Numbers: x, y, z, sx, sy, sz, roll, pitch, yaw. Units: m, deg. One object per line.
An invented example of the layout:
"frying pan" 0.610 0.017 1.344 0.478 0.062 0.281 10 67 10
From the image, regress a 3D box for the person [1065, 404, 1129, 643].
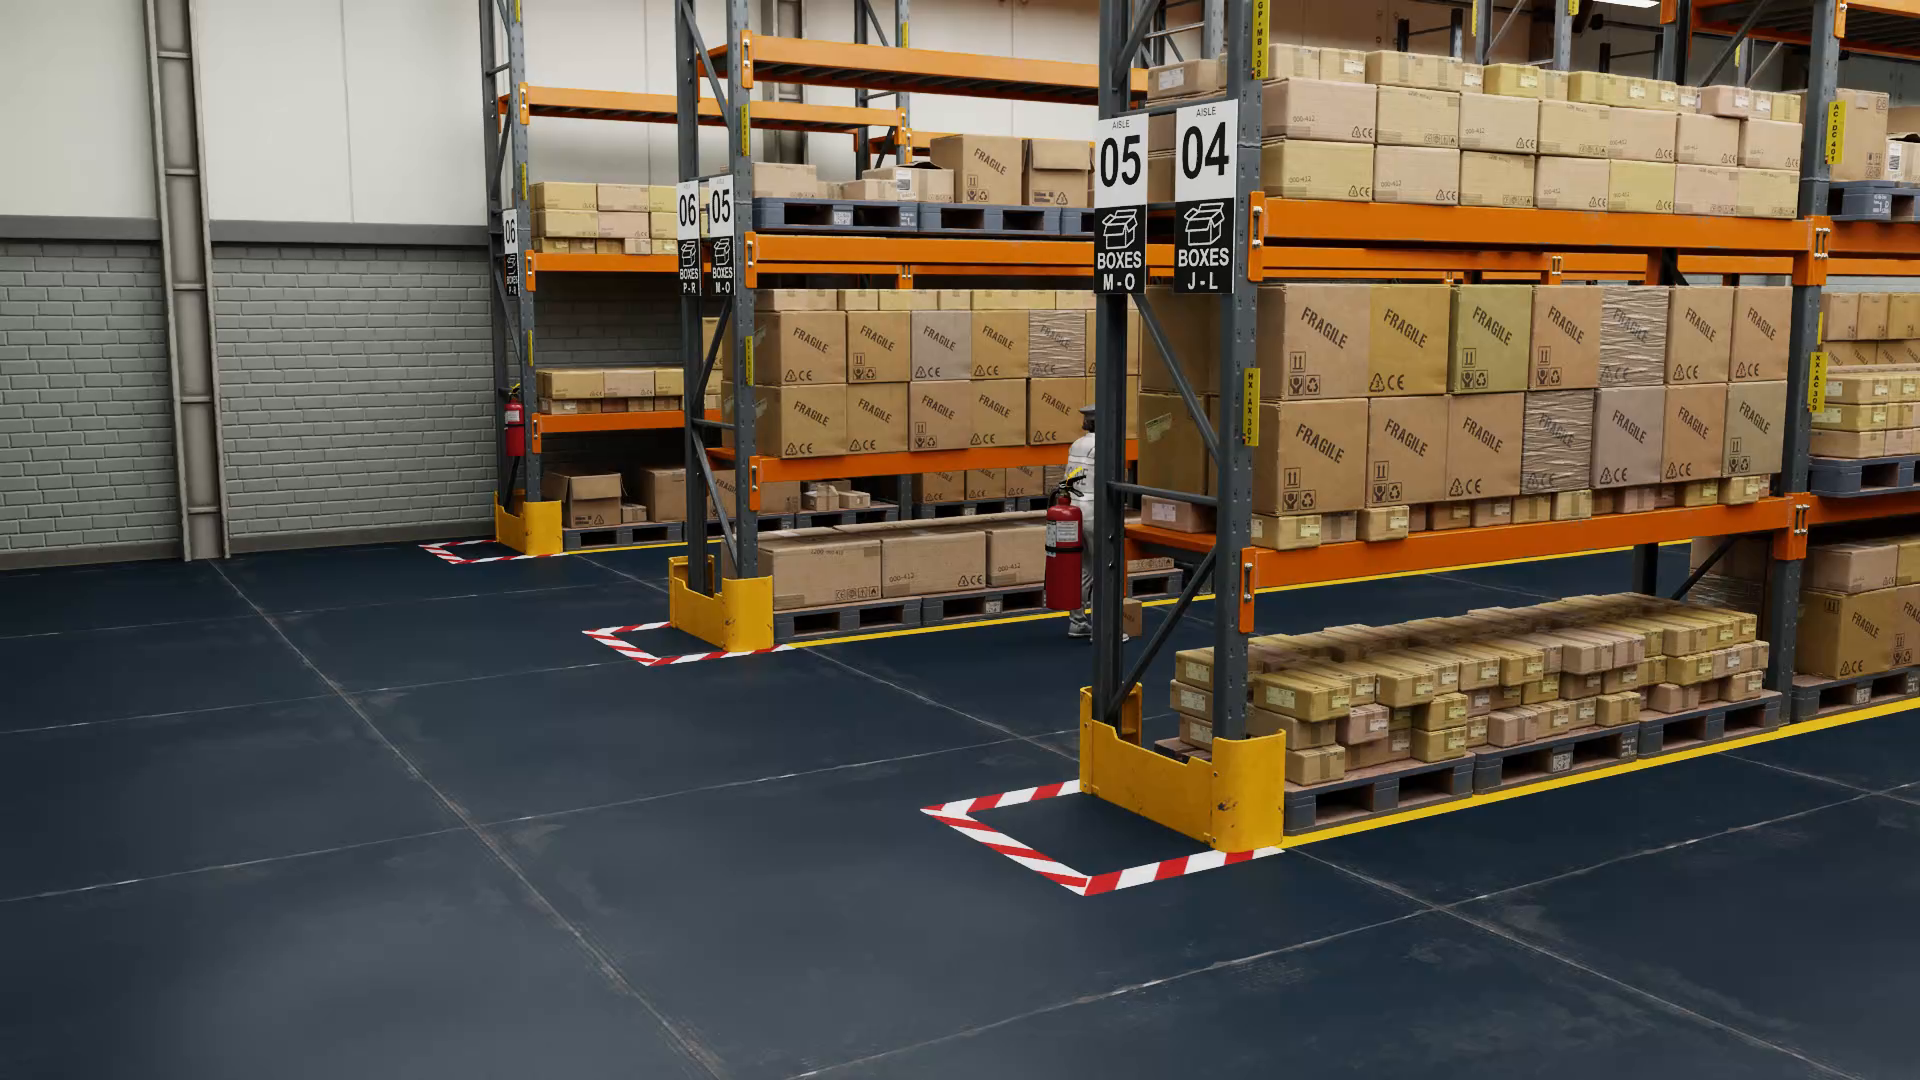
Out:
"person" 0.928 -0.123 11.664 0.374 1.663 0.529 -5 10 -31
